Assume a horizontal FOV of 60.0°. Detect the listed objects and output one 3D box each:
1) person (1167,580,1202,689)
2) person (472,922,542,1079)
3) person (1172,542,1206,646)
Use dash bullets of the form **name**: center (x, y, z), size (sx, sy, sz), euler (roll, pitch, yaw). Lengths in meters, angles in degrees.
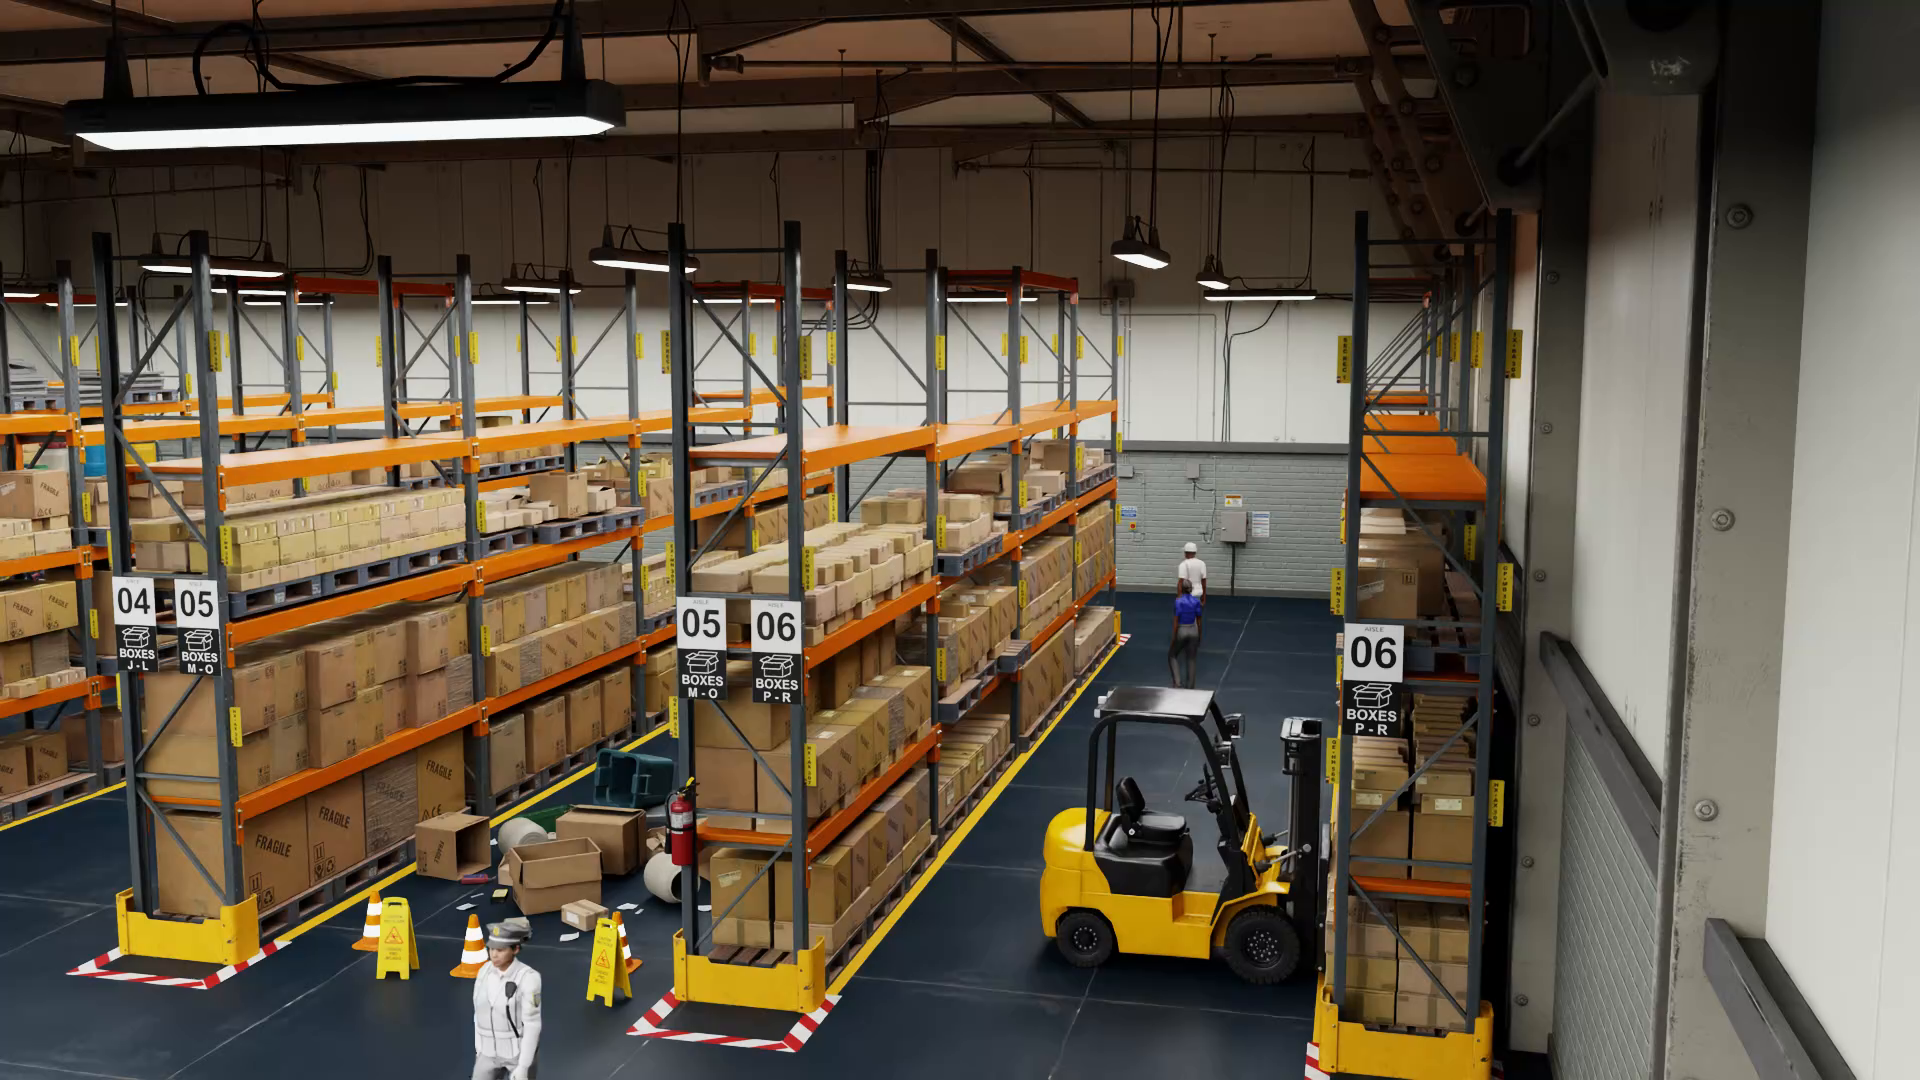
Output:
- **person**: center (3.282, 1.414, 24.201), size (0.495, 1.688, 0.389), euler (-2, 7, -17)
- **person**: center (-2.746, 3.124, 10.000), size (0.514, 1.692, 0.516), euler (2, 7, 17)
- **person**: center (3.839, 0.927, 27.620), size (0.616, 1.766, 0.467), euler (-4, 8, -30)
